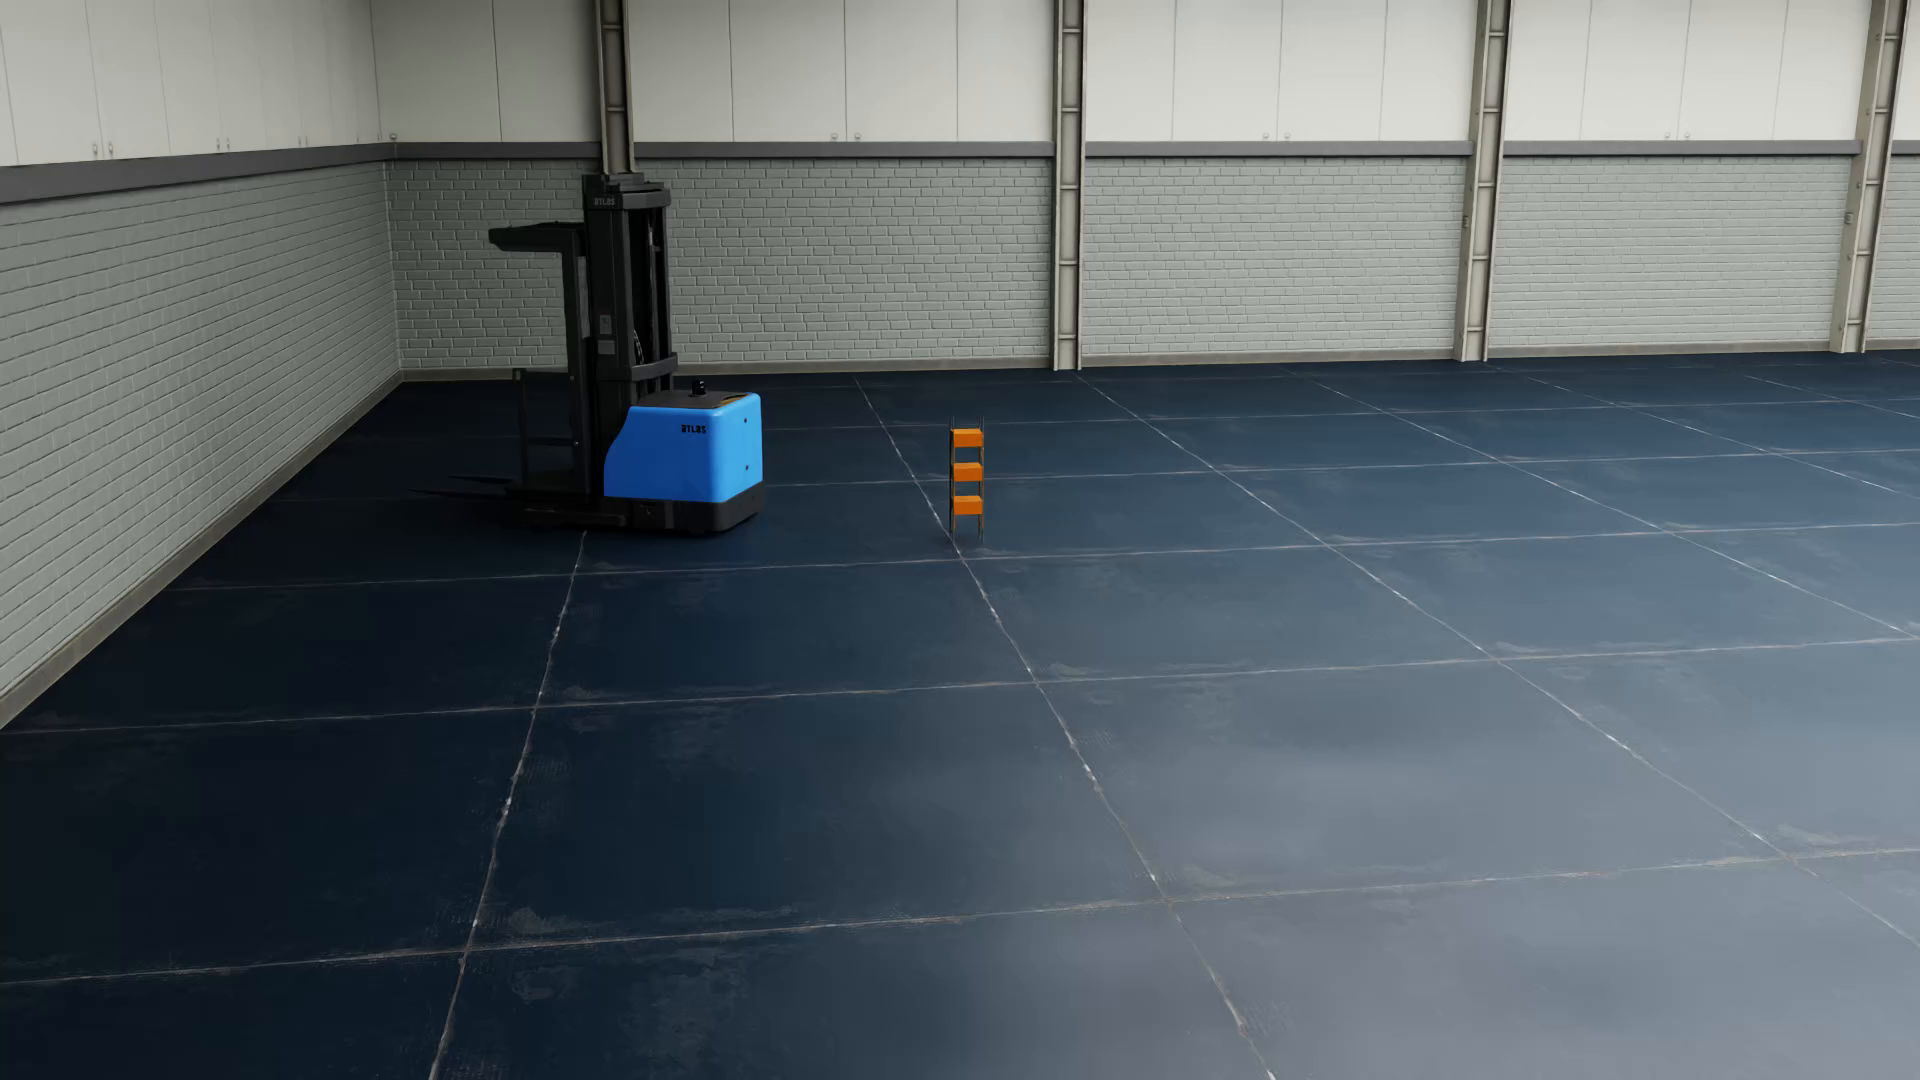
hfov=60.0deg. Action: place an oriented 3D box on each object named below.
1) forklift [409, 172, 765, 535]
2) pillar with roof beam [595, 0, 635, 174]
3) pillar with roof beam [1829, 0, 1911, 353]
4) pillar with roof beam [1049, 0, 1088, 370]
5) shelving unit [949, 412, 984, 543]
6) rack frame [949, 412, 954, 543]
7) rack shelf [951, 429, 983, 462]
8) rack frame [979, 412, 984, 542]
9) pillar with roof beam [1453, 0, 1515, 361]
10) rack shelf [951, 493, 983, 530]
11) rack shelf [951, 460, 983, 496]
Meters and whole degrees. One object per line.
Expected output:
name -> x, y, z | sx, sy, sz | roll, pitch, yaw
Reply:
forklift -> -3.285, -1.633, 14.207 | 3.031, 2.935, 1.130 | 4, 15, 14
pillar with roof beam -> -3.817, -5.515, 17.213 | 0.400, 9.000, 9.100 | -2, 14, -8
pillar with roof beam -> 13.982, -6.167, 19.814 | 0.400, 9.000, 9.100 | -2, 14, -8
pillar with roof beam -> 2.116, -5.732, 18.080 | 0.400, 9.000, 9.100 | -2, 14, -8
shelving unit -> 0.053, -0.511, 13.602 | 0.252, 1.050, 0.215 | -2, 14, -8
rack frame -> -0.068, -0.507, 13.584 | 0.008, 1.050, 0.200 | -2, 14, -8
rack shelf -> 0.053, -0.776, 13.535 | 0.240, 0.259, 0.215 | -2, 14, -8
rack frame -> 0.174, -0.516, 13.619 | 0.008, 1.050, 0.200 | -2, 14, -8
pillar with roof beam -> 8.049, -5.950, 18.947 | 0.400, 9.000, 9.100 | -2, 14, -8
rack shelf -> 0.053, -0.231, 13.672 | 0.240, 0.259, 0.215 | -2, 14, -8
rack shelf -> 0.053, -0.501, 13.604 | 0.240, 0.259, 0.215 | -2, 14, -8
